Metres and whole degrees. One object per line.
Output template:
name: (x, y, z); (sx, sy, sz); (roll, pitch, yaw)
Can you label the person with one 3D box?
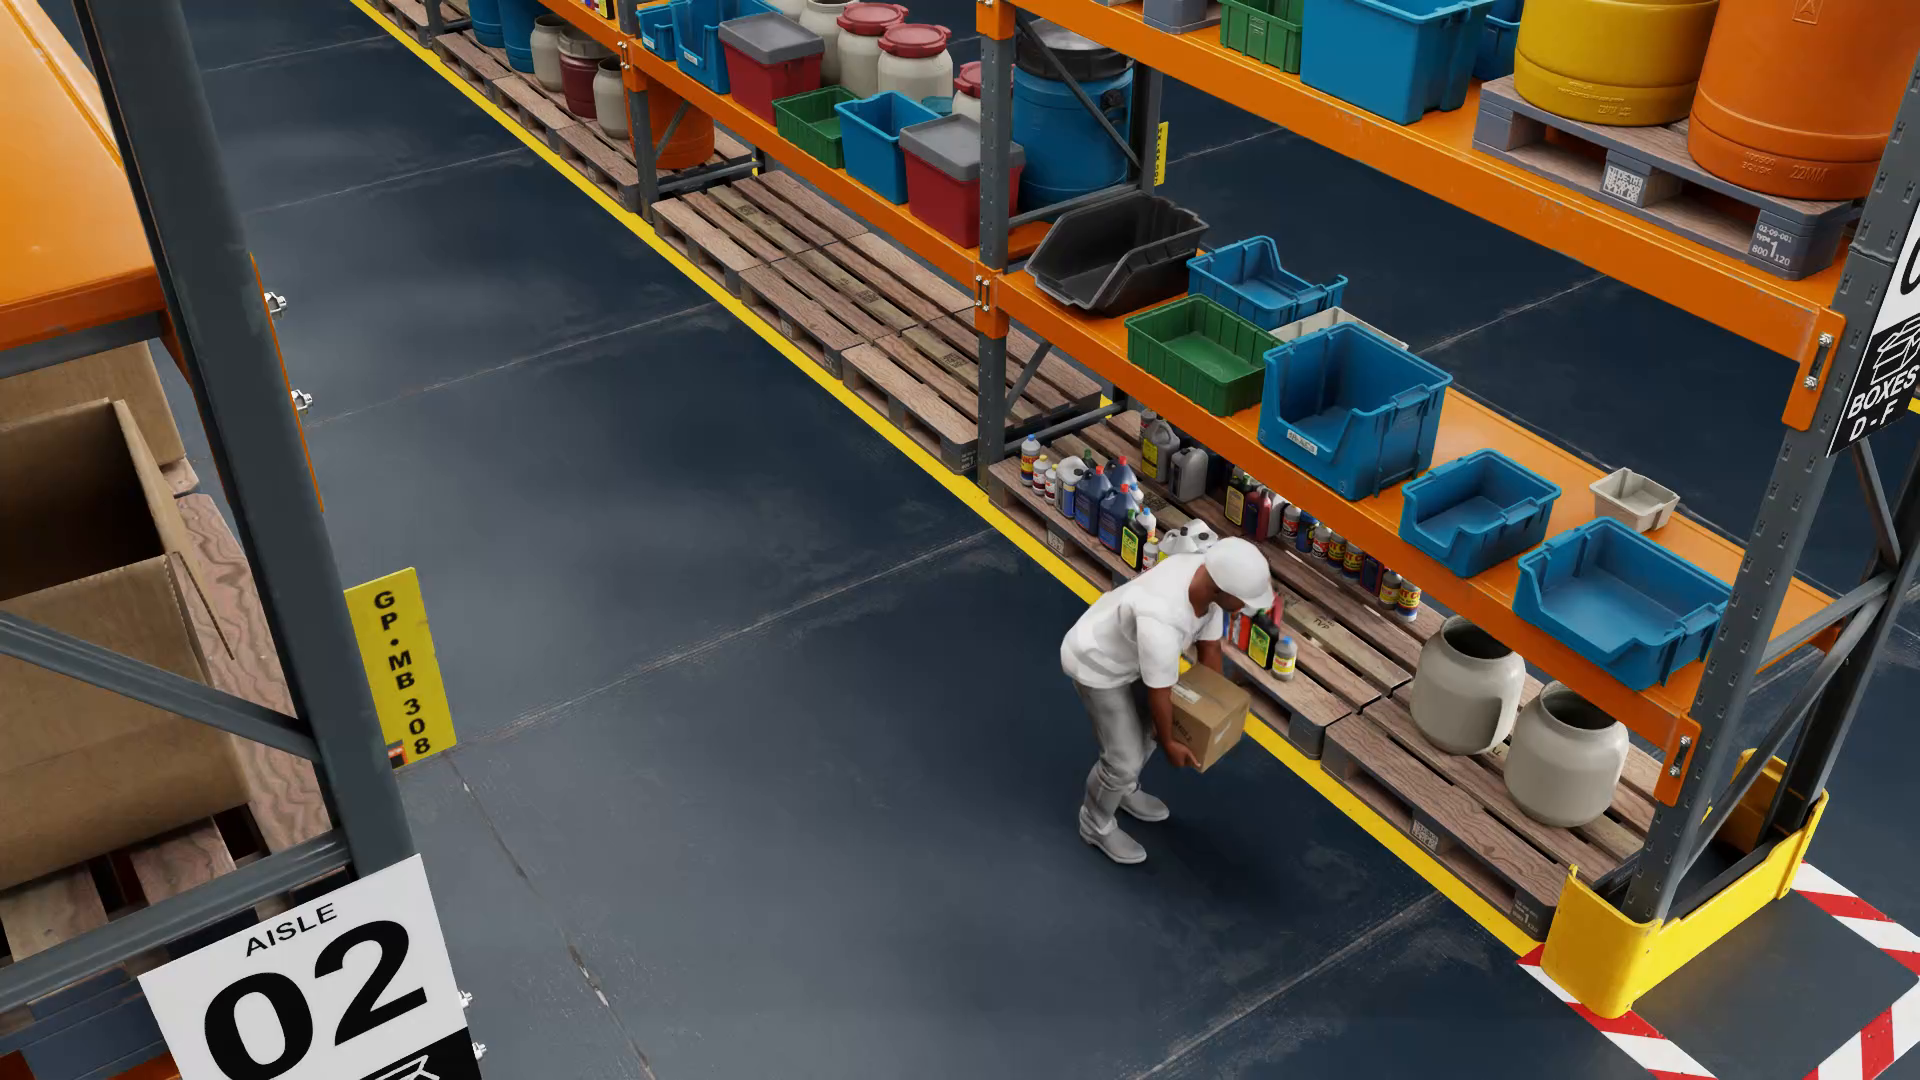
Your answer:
person: (0.771, 0.572, 6.349); (0.763, 1.588, 0.489); (22, 42, 27)
